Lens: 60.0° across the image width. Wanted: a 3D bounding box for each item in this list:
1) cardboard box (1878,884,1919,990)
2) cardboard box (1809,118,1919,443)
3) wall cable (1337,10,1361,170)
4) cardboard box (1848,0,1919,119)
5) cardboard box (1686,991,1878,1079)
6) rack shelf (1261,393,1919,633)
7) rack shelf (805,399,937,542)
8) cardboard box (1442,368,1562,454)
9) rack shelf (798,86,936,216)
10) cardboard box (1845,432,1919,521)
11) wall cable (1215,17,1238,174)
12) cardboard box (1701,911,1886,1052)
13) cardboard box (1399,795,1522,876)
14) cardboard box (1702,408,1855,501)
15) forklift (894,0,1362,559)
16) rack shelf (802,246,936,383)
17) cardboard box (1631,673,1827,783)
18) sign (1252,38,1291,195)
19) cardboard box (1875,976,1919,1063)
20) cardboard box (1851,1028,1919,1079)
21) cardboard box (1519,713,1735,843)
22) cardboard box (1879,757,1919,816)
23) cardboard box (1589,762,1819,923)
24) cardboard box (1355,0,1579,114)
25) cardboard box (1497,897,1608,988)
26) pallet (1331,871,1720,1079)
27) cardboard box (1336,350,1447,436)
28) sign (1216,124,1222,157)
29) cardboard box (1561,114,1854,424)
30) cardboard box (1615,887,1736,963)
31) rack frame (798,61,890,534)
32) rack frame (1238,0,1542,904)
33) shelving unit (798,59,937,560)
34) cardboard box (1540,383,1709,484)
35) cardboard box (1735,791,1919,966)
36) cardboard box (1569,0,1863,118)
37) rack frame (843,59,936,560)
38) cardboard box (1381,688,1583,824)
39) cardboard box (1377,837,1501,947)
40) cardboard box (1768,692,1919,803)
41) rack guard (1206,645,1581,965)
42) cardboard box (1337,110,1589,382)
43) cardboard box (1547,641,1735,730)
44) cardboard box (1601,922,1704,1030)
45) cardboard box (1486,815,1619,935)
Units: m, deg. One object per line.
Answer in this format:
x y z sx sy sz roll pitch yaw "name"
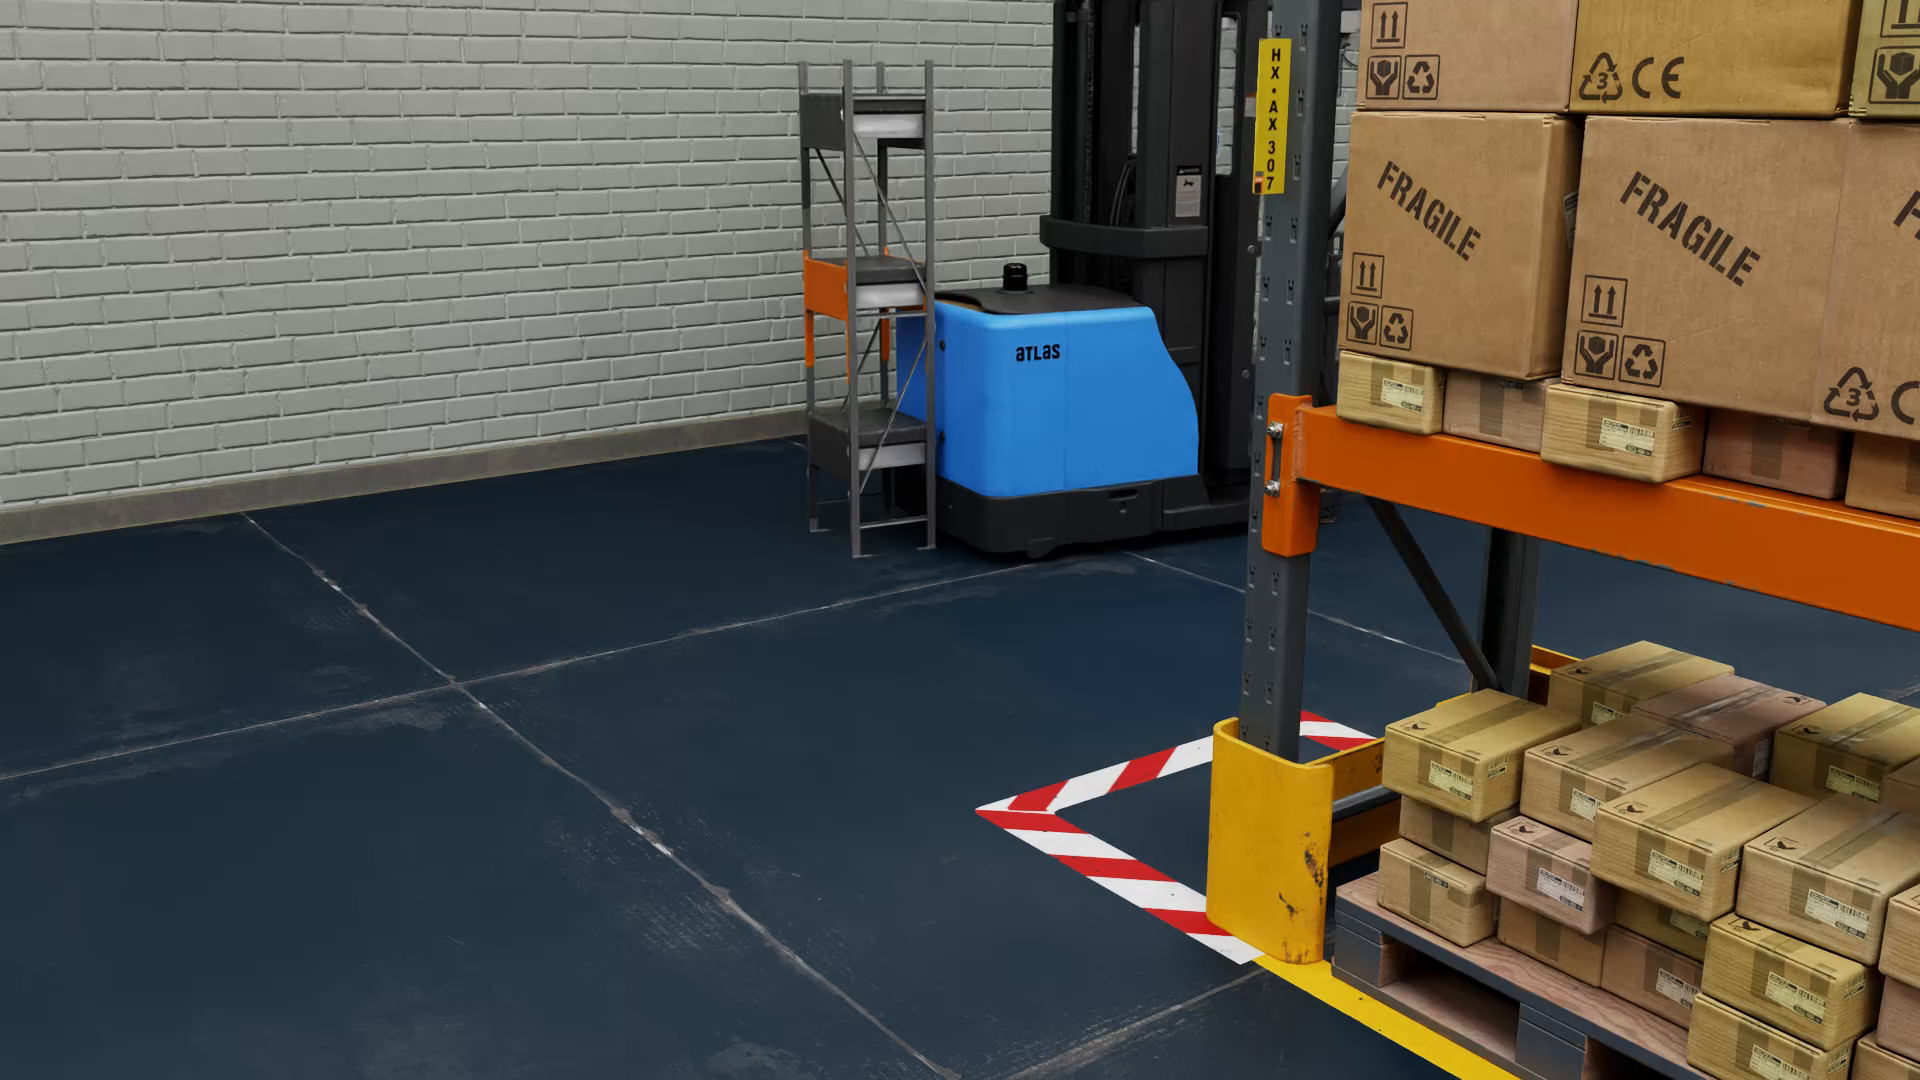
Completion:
1.822 0.683 2.878 0.380 0.149 0.250 -10 18 -32 "cardboard box"
1.770 -0.418 2.669 0.500 0.500 0.500 -11 19 -34 "cardboard box"
2.867 -3.285 11.972 0.588 1.984 0.122 -11 19 -35 "wall cable"
1.755 -0.898 2.527 0.500 0.500 0.500 -11 19 -36 "cardboard box"
1.599 0.919 3.142 0.380 0.149 0.250 -11 19 -34 "cardboard box"
2.292 0.192 2.556 1.077 0.370 4.000 -11 19 -35 "rack shelf"
-0.401 -0.321 7.474 0.431 0.518 0.480 -8 17 -26 "rack shelf"
1.225 -0.293 3.440 0.380 0.149 0.250 -10 18 -33 "cardboard box"
-0.401 -1.671 7.105 0.431 0.518 0.480 -8 17 -26 "rack shelf"
1.743 -0.131 2.850 0.380 0.149 0.250 -11 19 -35 "cardboard box"
1.727 -3.078 11.155 0.585 1.953 0.123 -11 19 -35 "wall cable"
1.611 0.776 3.100 0.380 0.149 0.250 -10 18 -33 "cardboard box"
1.217 0.599 3.748 0.380 0.149 0.250 -10 18 -32 "cardboard box"
1.603 -0.193 3.076 0.380 0.149 0.250 -10 18 -32 "cardboard box"
1.240 -1.584 7.811 3.031 2.935 1.130 -8 17 -26 "forklift"
-0.401 -0.996 7.289 0.431 0.518 0.480 -8 17 -26 "rack shelf"
1.734 0.440 3.766 0.380 0.149 0.250 -10 18 -33 "cardboard box"
0.678 -0.915 3.599 0.100 0.325 0.005 -11 19 -35 "sign"
1.844 0.818 2.947 0.380 0.149 0.250 -12 19 -37 "cardboard box"
1.826 0.958 2.997 0.380 0.149 0.250 -11 19 -34 "cardboard box"
1.409 0.508 3.515 0.380 0.149 0.250 -10 18 -34 "cardboard box"
2.090 0.540 3.398 0.380 0.149 0.250 -12 19 -37 "cardboard box"
1.454 0.582 3.246 0.380 0.149 0.250 -11 19 -35 "cardboard box"
1.166 -1.119 3.336 0.500 0.500 0.500 -11 19 -35 "cardboard box"
1.386 0.795 3.594 0.380 0.149 0.250 -11 19 -35 "cardboard box"
1.610 0.958 3.676 1.003 0.211 1.213 -11 19 -35 "pallet"
1.042 -0.341 3.616 0.380 0.149 0.250 -11 19 -35 "cardboard box"
1.652 -2.708 11.278 0.327 0.218 0.001 -11 19 -35 "sign"
1.492 -0.525 3.059 0.500 0.500 0.500 -11 19 -34 "cardboard box"
1.548 0.704 3.362 0.380 0.149 0.250 -11 19 -34 "cardboard box"
-0.512 -1.067 7.495 0.400 2.100 0.015 -8 17 -26 "rack frame"
1.116 -0.582 4.021 1.000 3.000 0.127 -11 19 -35 "rack frame"
-0.401 -1.009 7.286 0.431 2.100 0.503 -8 17 -26 "shelving unit"
1.340 -0.227 3.200 0.380 0.149 0.250 -12 19 -36 "cardboard box"
1.666 0.622 3.099 0.380 0.149 0.250 -12 19 -37 "cardboard box"
1.467 -1.012 2.946 0.500 0.500 0.500 -10 18 -33 "cardboard box"
-0.290 -0.952 7.076 0.400 2.100 0.015 -8 17 -26 "rack frame"
1.150 0.468 3.662 0.380 0.149 0.250 -12 19 -37 "cardboard box"
1.165 0.752 3.752 0.380 0.149 0.250 -10 18 -33 "cardboard box"
1.989 0.475 3.636 0.380 0.149 0.250 -11 19 -36 "cardboard box"
1.161 0.640 4.292 1.175 0.500 0.348 -11 19 -35 "rack guard"
1.157 -0.635 3.462 0.500 0.500 0.500 -10 18 -32 "cardboard box"
1.633 0.377 3.994 0.380 0.149 0.250 -11 19 -34 "cardboard box"
1.537 0.847 3.404 0.380 0.149 0.250 -11 19 -34 "cardboard box"
1.332 0.666 3.503 0.380 0.149 0.250 -11 19 -35 "cardboard box"
